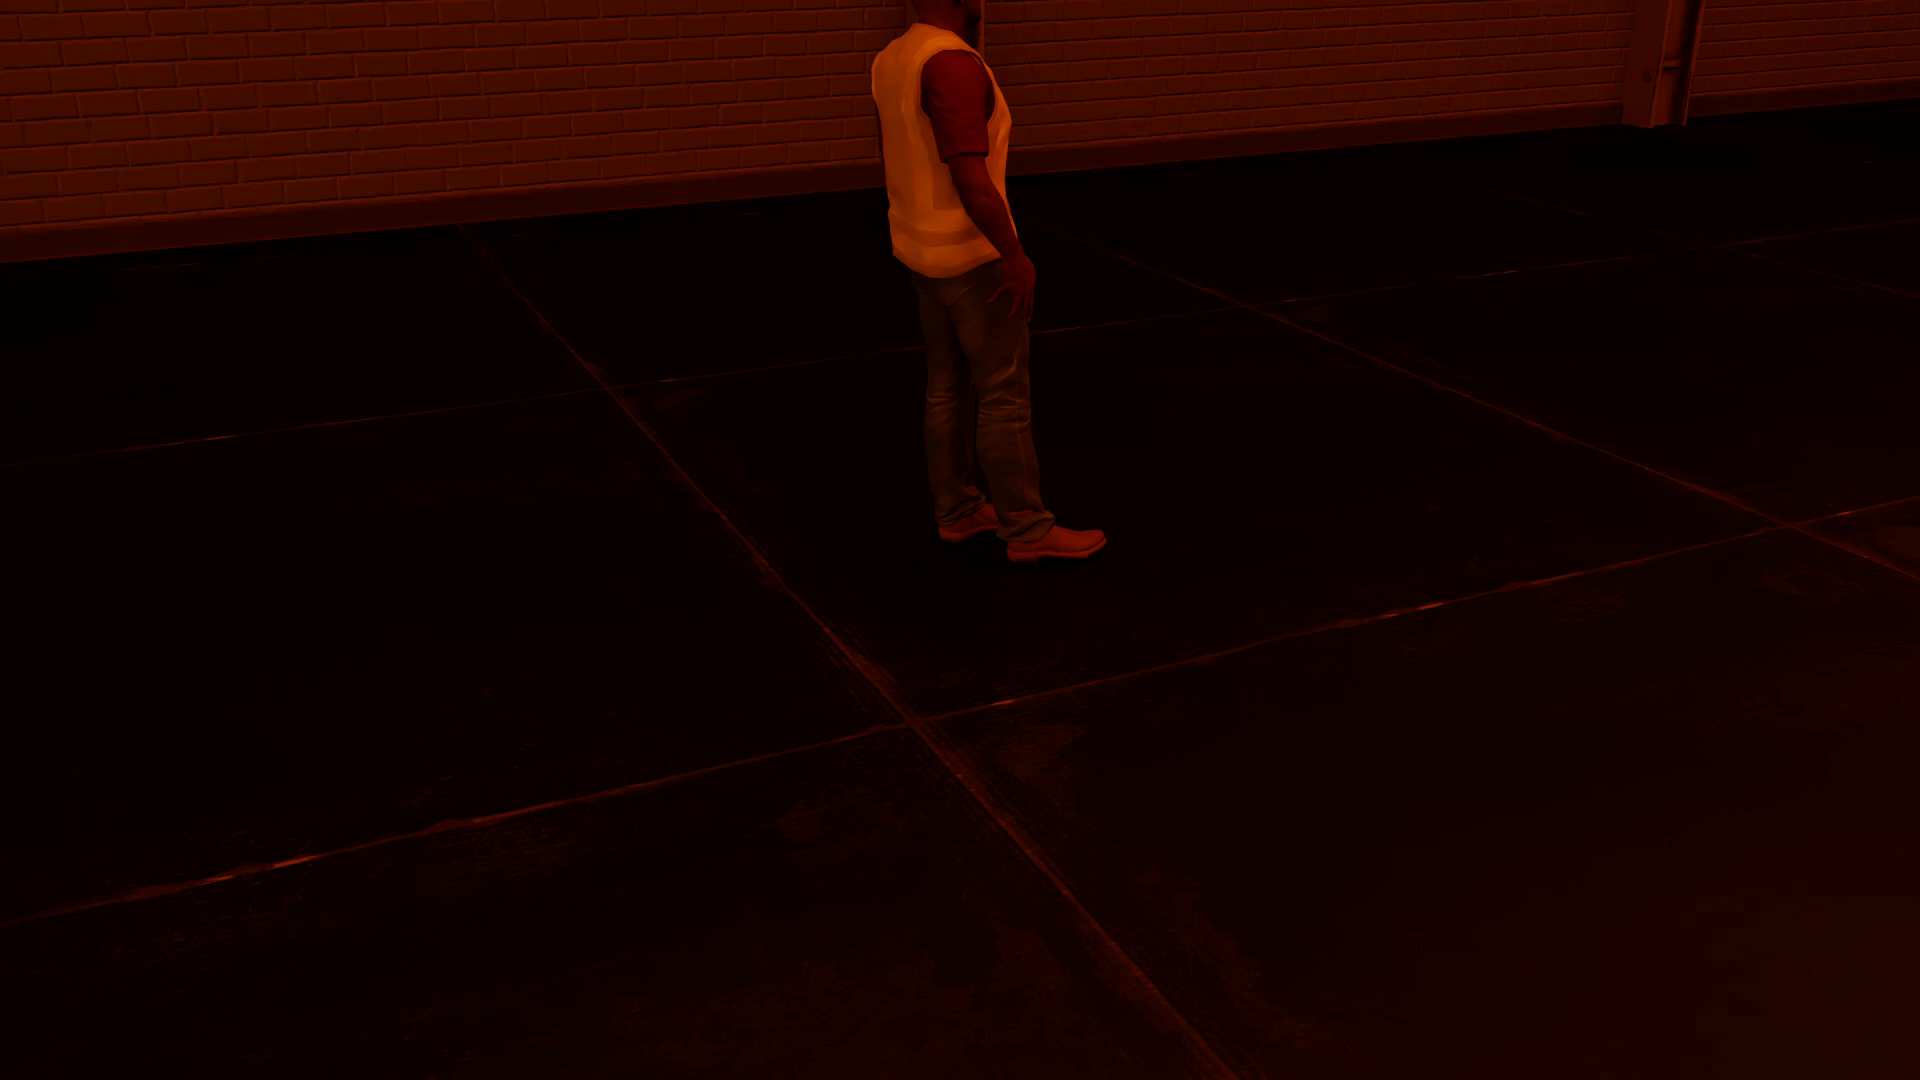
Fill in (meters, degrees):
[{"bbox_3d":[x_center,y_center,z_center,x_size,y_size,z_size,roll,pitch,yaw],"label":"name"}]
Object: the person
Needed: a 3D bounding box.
[{"bbox_3d":[0.065,-0.832,4.787,0.577,1.765,0.665,-10,25,-23],"label":"person"}]
